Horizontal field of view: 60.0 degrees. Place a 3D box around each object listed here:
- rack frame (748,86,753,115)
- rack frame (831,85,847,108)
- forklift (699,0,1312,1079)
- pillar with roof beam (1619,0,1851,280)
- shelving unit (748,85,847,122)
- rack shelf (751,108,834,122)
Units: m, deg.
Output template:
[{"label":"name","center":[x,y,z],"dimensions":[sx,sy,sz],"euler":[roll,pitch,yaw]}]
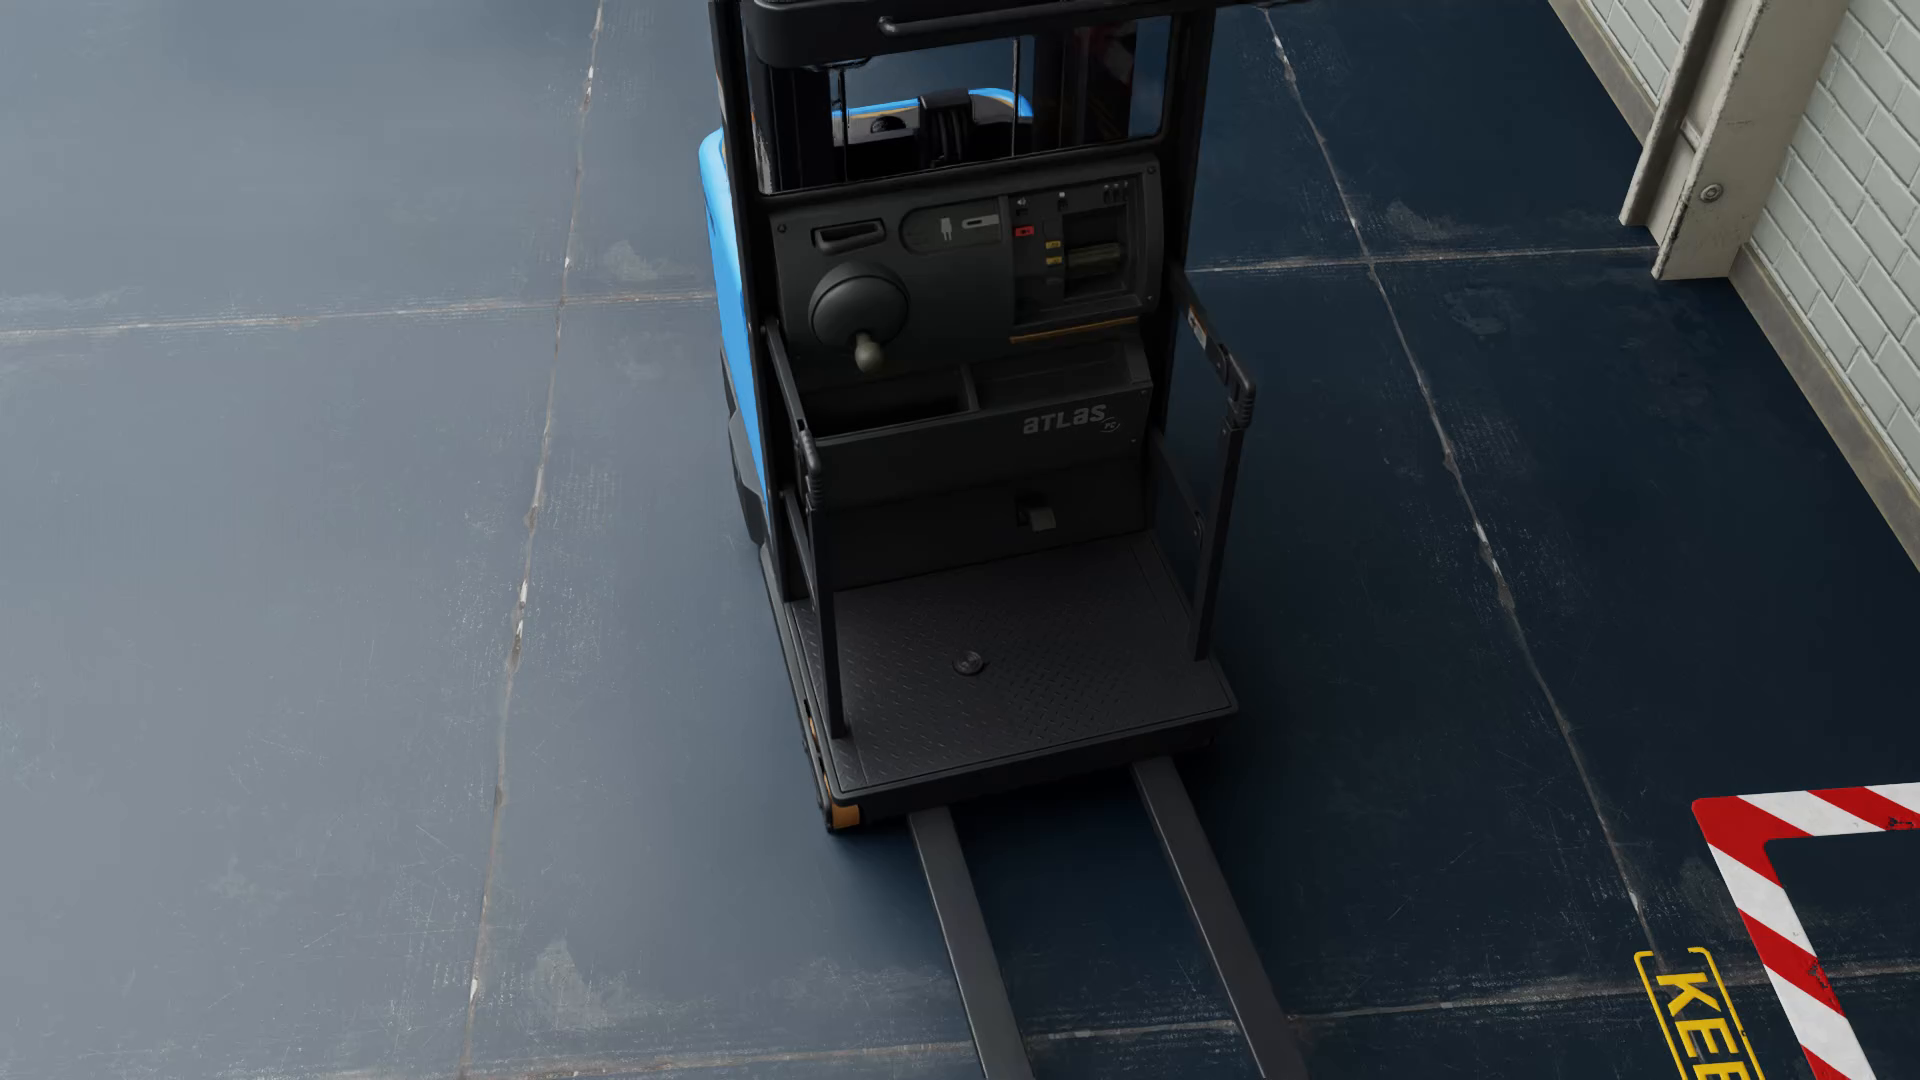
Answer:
[{"label":"rack frame","center":[-0.596,-1.128,5.595],"dimensions":[0.008,1.050,0.200],"euler":[31,54,29]},{"label":"rack frame","center":[-0.414,-1.017,5.476],"dimensions":[0.008,1.050,0.200],"euler":[31,54,29]},{"label":"forklift","center":[0.087,-0.548,3.750],"dimensions":[1.130,2.935,3.031],"euler":[-11,48,-10]},{"label":"pillar with roof beam","center":[-1.573,-3.948,2.792],"dimensions":[9.100,9.000,0.400],"euler":[-3,47,-3]},{"label":"shelving unit","center":[-0.505,-1.072,5.536],"dimensions":[0.252,1.050,0.215],"euler":[31,54,29]},{"label":"rack shelf","center":[-0.513,-1.265,5.343],"dimensions":[0.240,0.259,0.215],"euler":[31,54,29]}]
